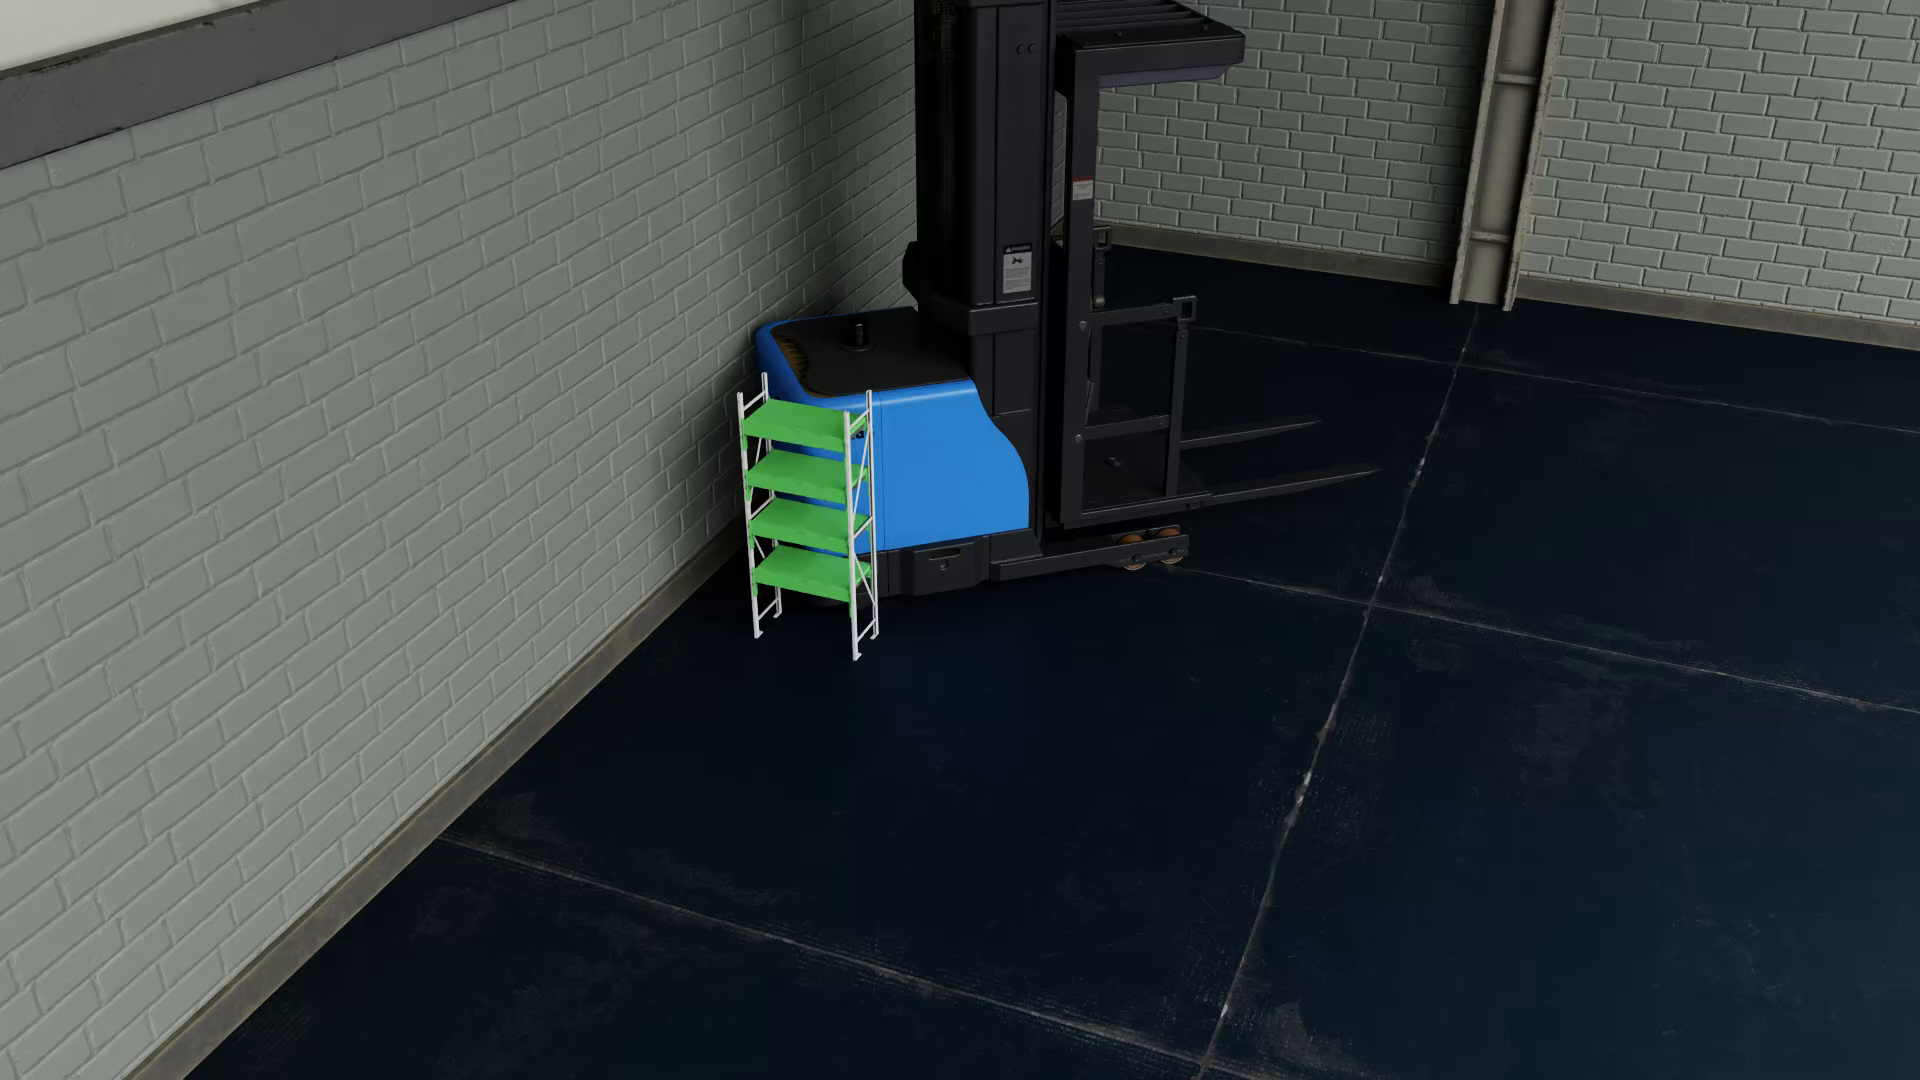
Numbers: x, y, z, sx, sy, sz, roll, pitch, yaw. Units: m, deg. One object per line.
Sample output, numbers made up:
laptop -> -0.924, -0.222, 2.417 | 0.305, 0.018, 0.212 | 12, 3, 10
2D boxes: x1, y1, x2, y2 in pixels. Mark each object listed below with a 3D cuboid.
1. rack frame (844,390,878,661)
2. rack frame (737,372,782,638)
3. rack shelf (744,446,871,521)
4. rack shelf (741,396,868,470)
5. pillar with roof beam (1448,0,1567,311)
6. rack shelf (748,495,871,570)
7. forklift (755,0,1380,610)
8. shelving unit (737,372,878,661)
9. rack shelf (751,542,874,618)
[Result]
rack frame -> -0.419, -0.047, 7.114 | 0.015, 1.200, 0.240 | 11, 31, 19
rack frame -> -0.872, -0.136, 7.272 | 0.015, 1.200, 0.240 | 11, 31, 19
rack shelf -> -0.646, -0.245, 7.107 | 0.480, 0.148, 0.258 | 11, 31, 19
rack shelf -> -0.646, -0.454, 6.988 | 0.480, 0.148, 0.258 | 11, 31, 19
pillar with roof beam -> 1.864, -3.561, 5.404 | 0.400, 9.000, 9.100 | 11, 31, 19
rack shelf -> -0.646, -0.036, 7.225 | 0.480, 0.148, 0.258 | 11, 31, 19
forklift -> 0.592, -1.370, 7.695 | 3.031, 2.935, 1.130 | -9, 31, -15
shelving unit -> -0.646, -0.092, 7.193 | 0.503, 1.200, 0.258 | 11, 31, 19
rack shelf -> -0.646, 0.173, 7.343 | 0.480, 0.148, 0.258 | 11, 31, 19
